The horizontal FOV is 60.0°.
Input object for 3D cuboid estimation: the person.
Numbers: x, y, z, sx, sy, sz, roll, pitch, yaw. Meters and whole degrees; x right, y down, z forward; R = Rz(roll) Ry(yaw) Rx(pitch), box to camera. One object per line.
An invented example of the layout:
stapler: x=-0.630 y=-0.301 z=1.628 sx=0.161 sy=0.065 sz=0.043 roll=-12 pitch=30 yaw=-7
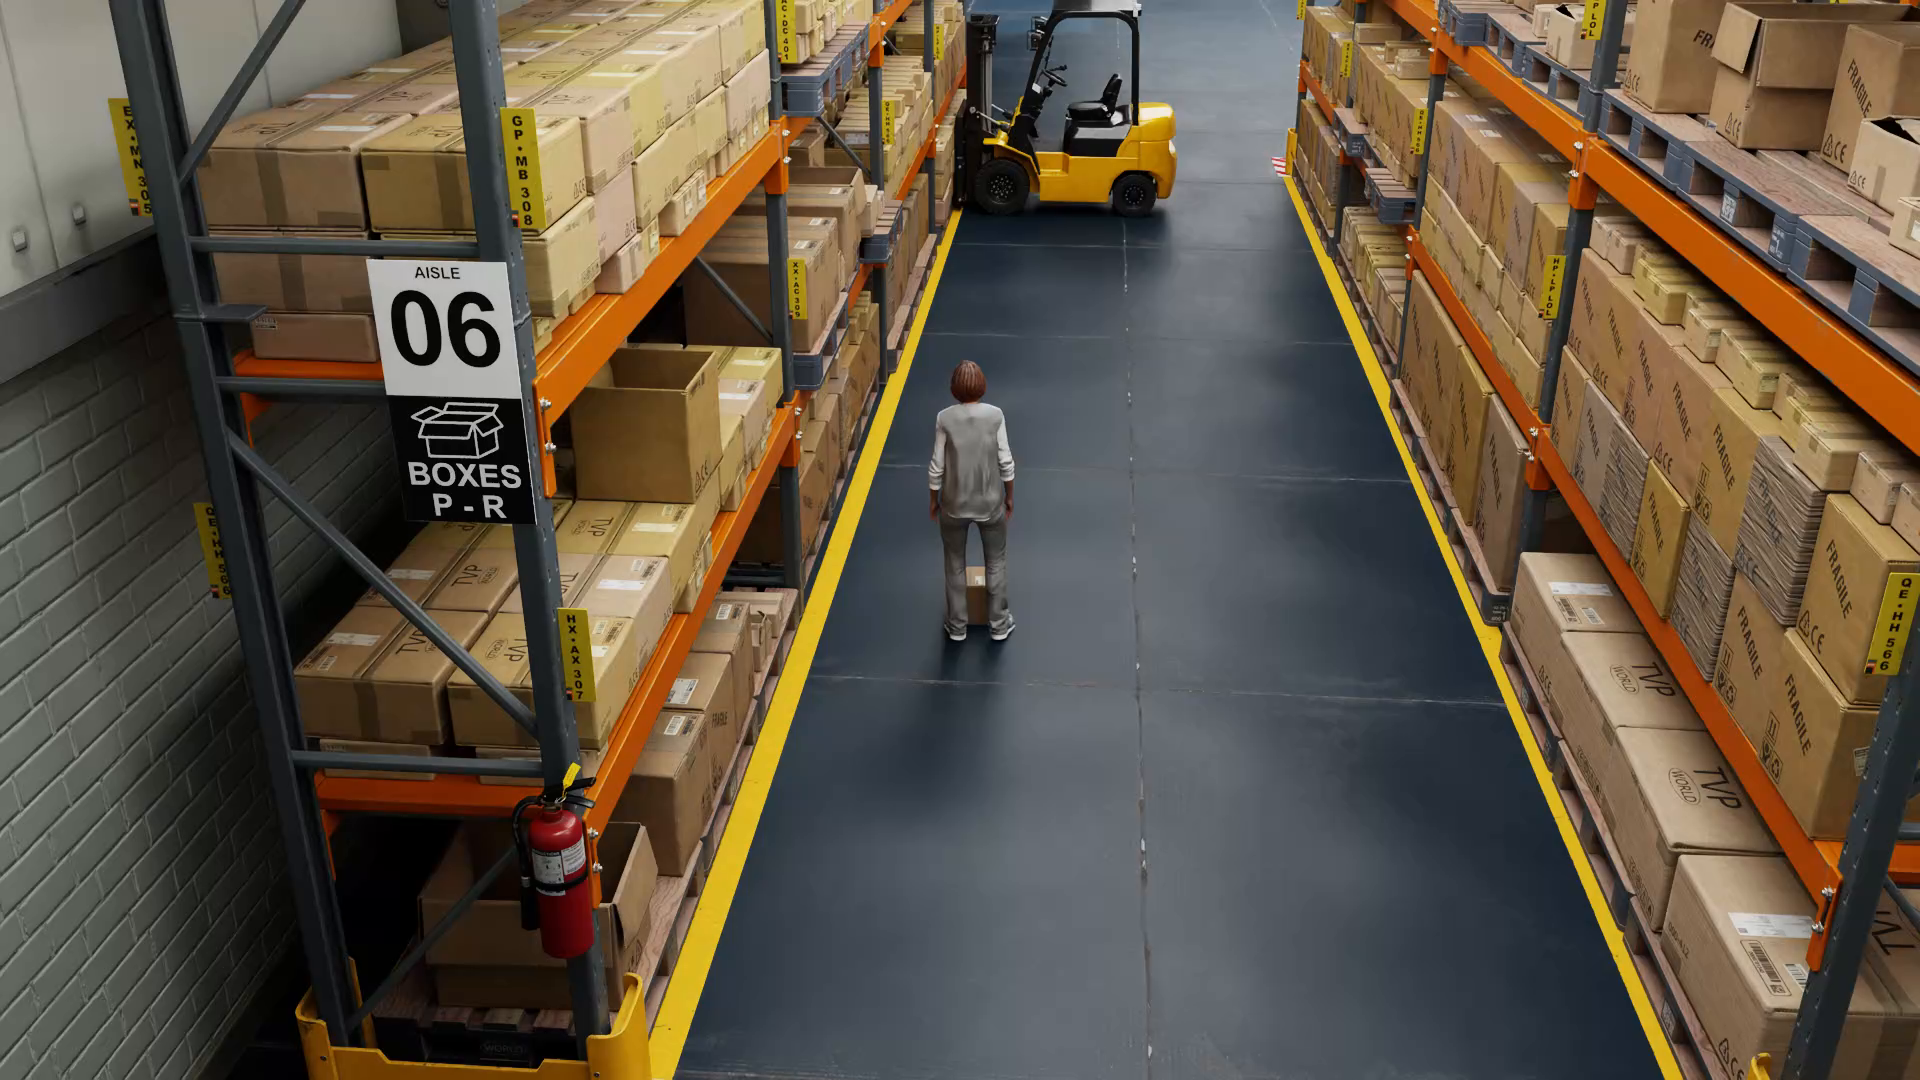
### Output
person: x=0.071 y=-0.189 z=9.028 sx=0.485 sy=1.592 sz=0.347 roll=-1 pitch=25 yaw=-2
